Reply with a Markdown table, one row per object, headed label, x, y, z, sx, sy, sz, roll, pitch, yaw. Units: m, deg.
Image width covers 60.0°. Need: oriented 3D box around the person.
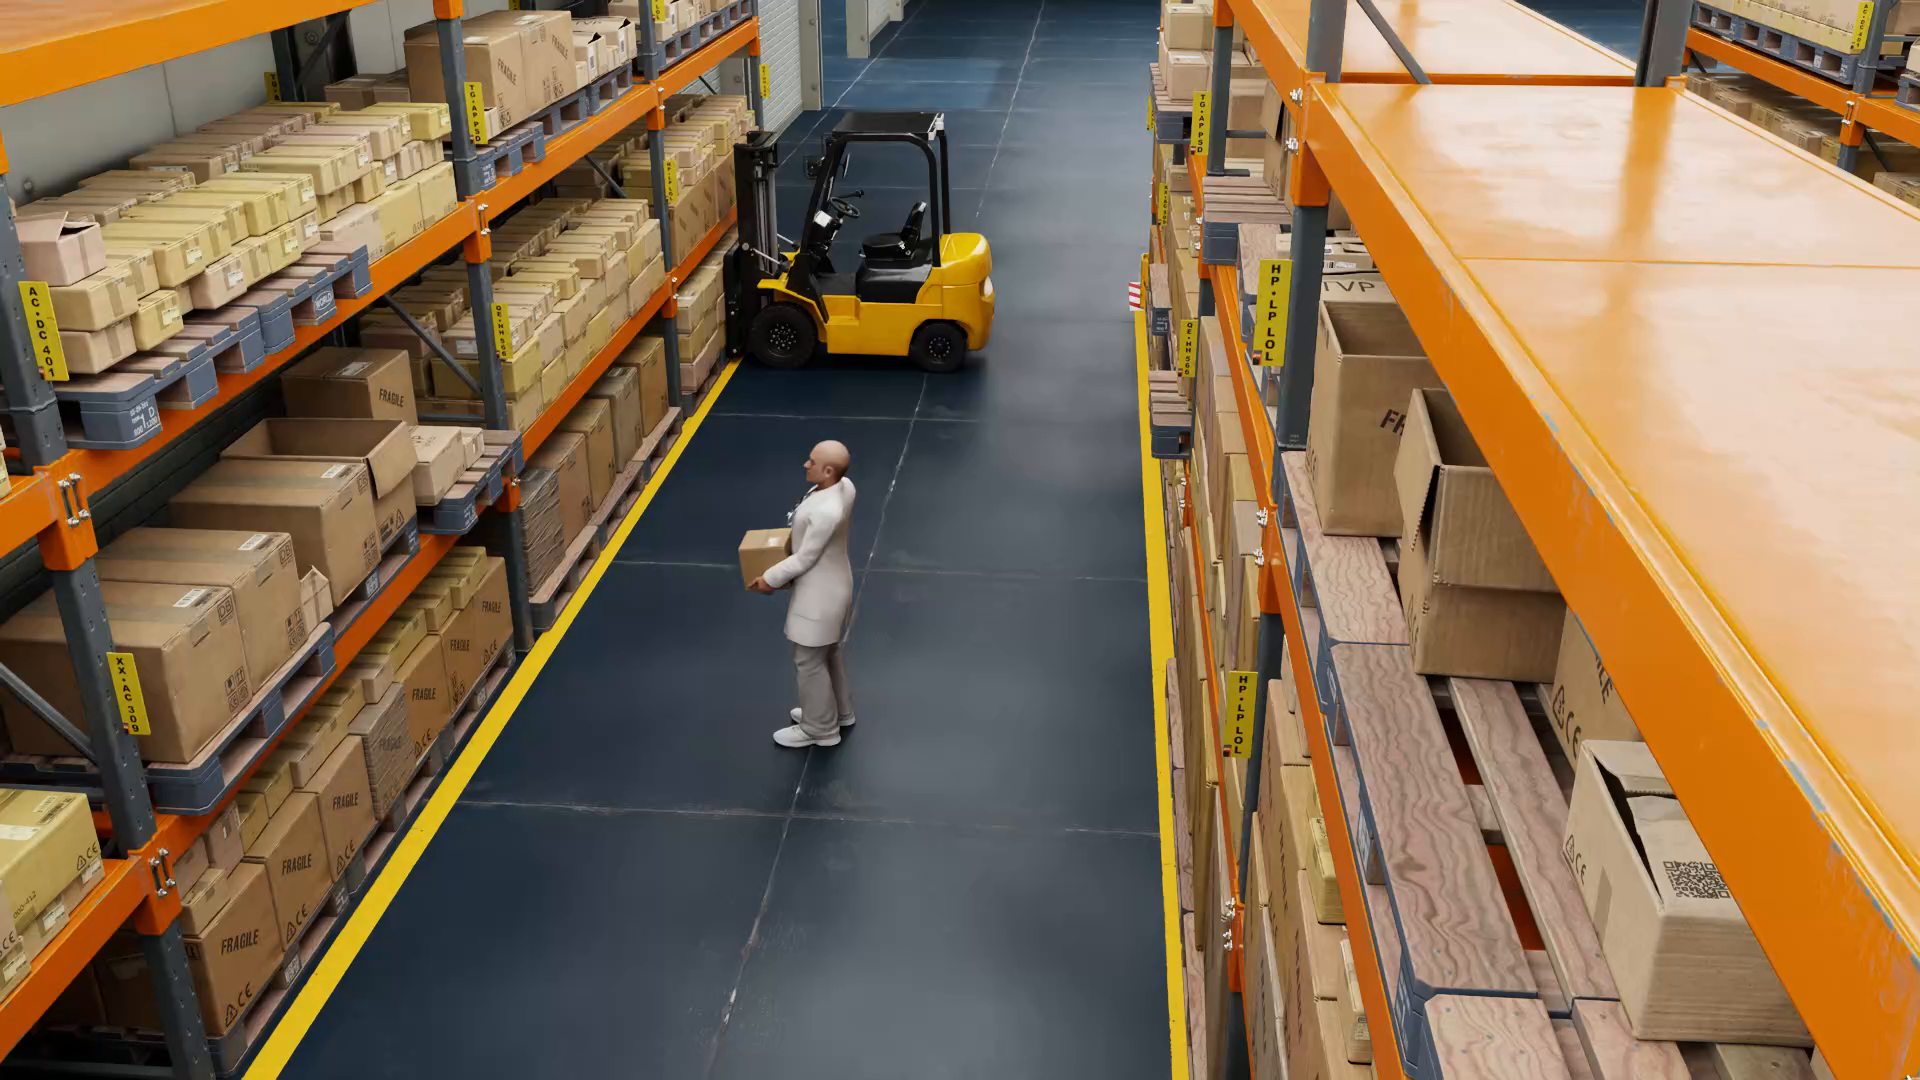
| label | x | y | z | sx | sy | sz | roll | pitch | yaw |
| --- | --- | --- | --- | --- | --- | --- | --- | --- | --- |
| person | -0.845 | 0.284 | 8.997 | 0.555 | 1.769 | 0.530 | 2 | 24 | 4 |
